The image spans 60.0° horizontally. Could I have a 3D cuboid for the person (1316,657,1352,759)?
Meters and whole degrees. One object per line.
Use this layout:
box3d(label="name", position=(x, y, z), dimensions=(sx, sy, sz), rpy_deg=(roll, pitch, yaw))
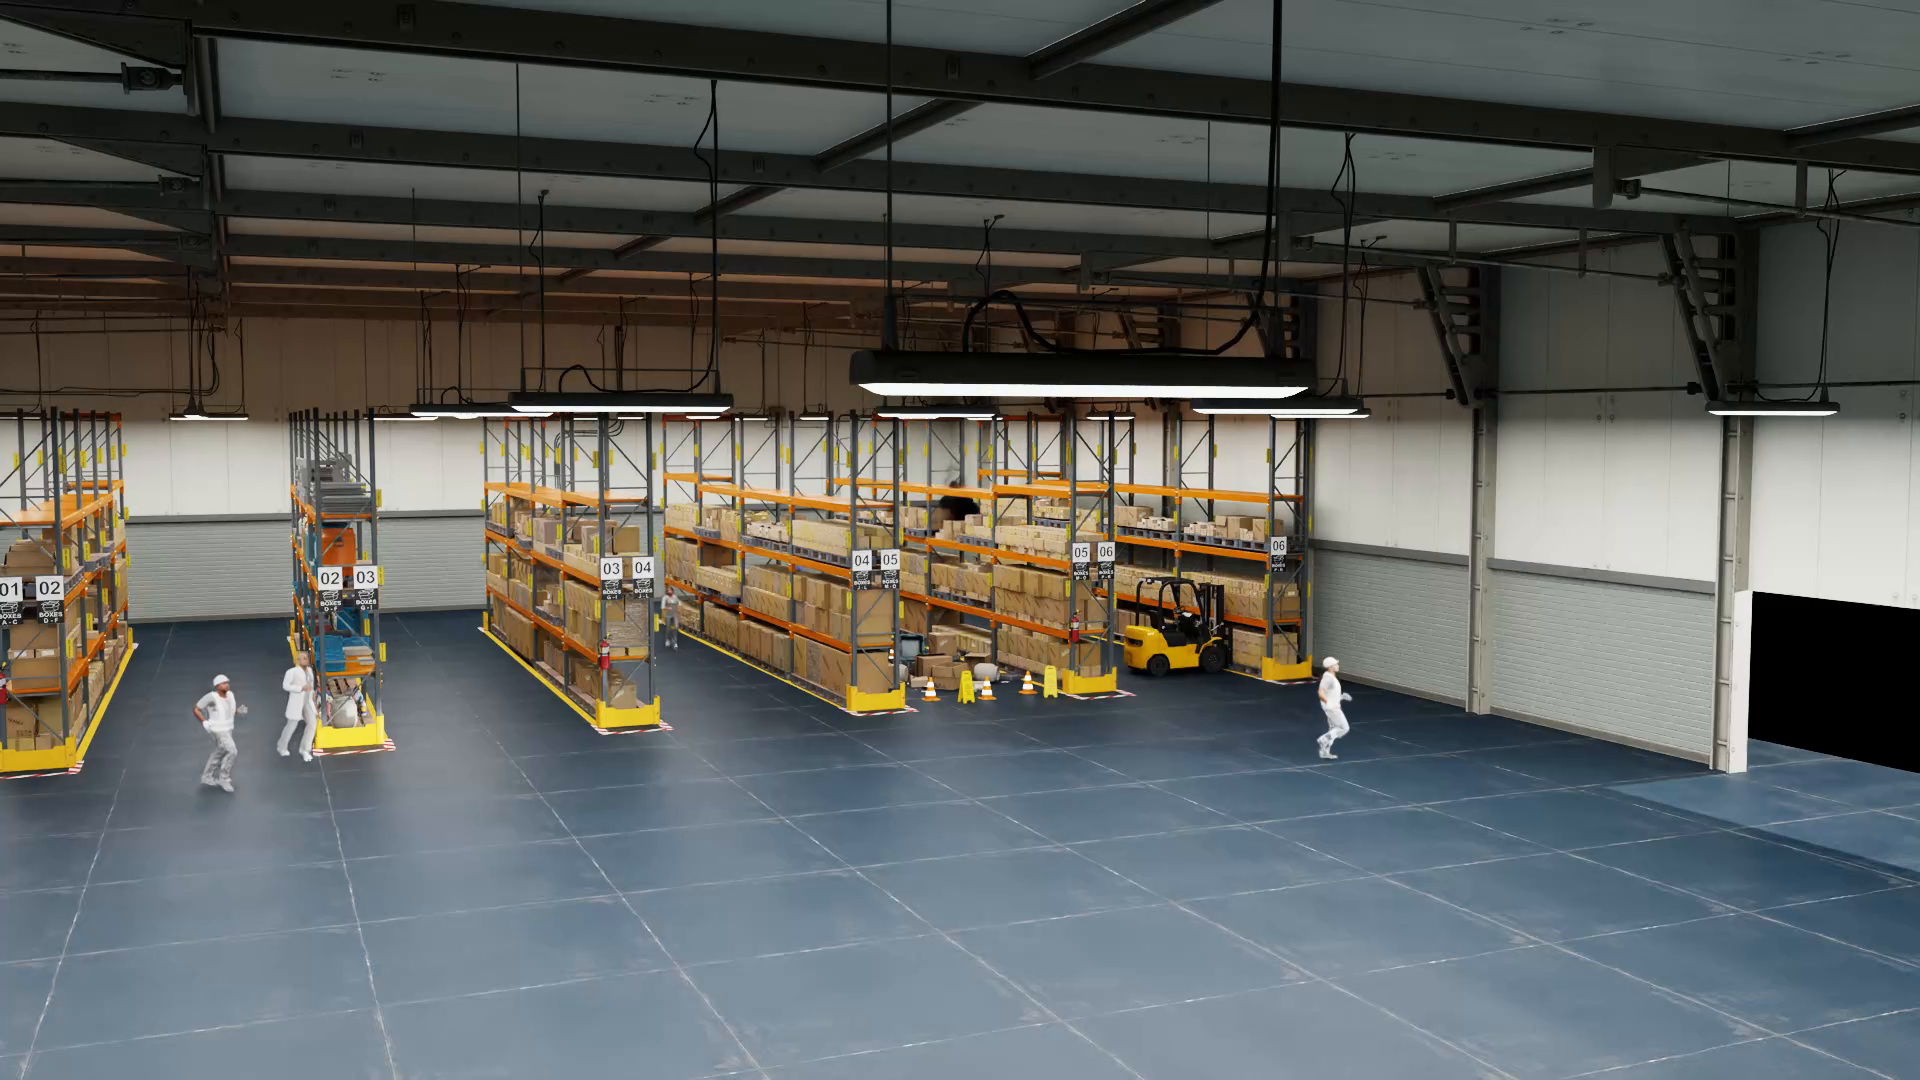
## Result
box3d(label="person", position=(6.375, 2.863, 28.317), dimensions=(0.581, 1.739, 0.652), rpy_deg=(1, 4, 12))

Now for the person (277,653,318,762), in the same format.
box3d(label="person", position=(-11.297, 2.840, 28.458), dimensions=(0.824, 1.823, 0.724), rpy_deg=(2, 5, 31))

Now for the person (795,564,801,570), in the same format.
box3d(label="person", position=(-5.036, 1.350, 50.812), dimensions=(0.654, 1.628, 0.543), rpy_deg=(-2, 4, -26))

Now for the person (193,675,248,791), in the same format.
box3d(label="person", position=(-11.552, 3.025, 26.057), dimensions=(0.762, 1.843, 0.644), rpy_deg=(1, 4, 7))

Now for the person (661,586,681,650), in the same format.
box3d(label="person", position=(-7.342, 1.977, 42.299), dimensions=(0.541, 1.620, 0.733), rpy_deg=(-1, 4, -20))
